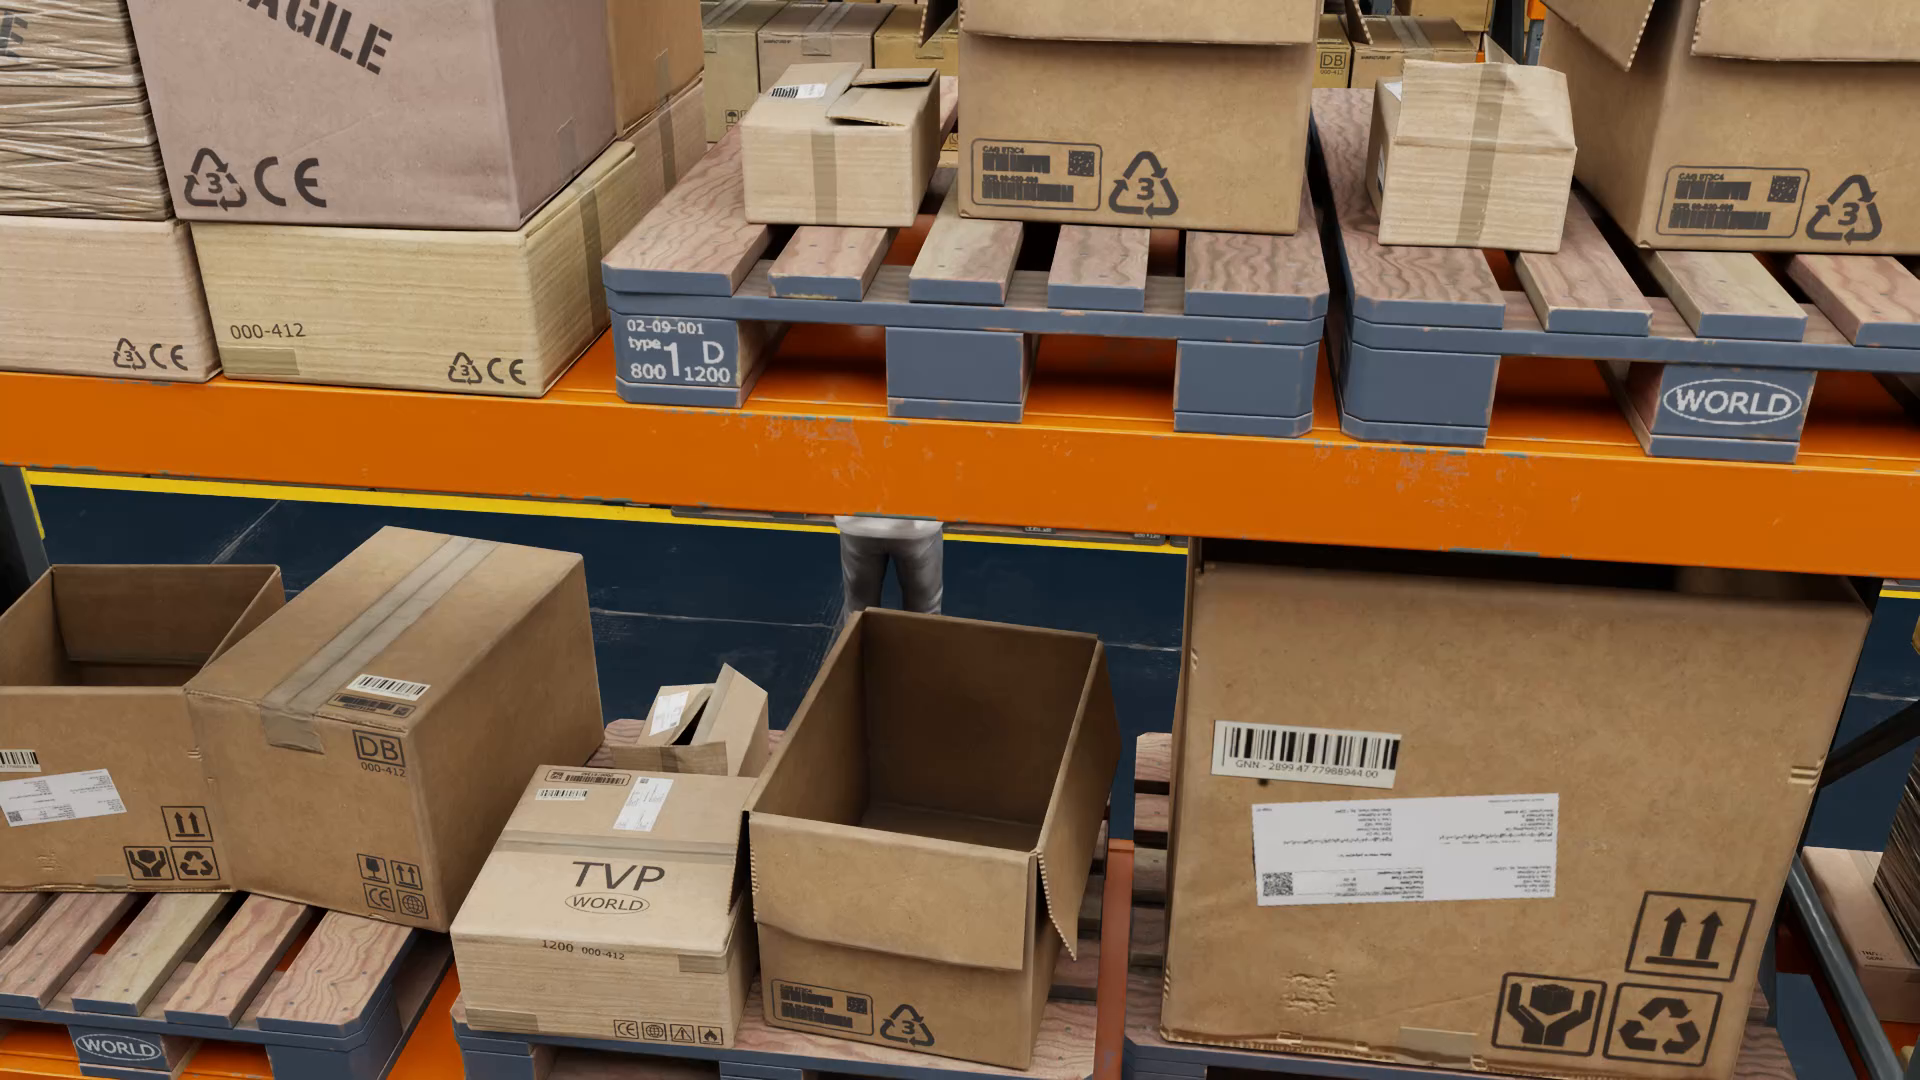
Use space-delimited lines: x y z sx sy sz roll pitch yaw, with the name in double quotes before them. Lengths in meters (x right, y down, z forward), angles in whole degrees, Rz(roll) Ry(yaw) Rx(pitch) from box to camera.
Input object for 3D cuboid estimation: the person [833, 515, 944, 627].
"person" -0.263 -0.114 6.317 0.502 1.761 0.587 3 28 6
